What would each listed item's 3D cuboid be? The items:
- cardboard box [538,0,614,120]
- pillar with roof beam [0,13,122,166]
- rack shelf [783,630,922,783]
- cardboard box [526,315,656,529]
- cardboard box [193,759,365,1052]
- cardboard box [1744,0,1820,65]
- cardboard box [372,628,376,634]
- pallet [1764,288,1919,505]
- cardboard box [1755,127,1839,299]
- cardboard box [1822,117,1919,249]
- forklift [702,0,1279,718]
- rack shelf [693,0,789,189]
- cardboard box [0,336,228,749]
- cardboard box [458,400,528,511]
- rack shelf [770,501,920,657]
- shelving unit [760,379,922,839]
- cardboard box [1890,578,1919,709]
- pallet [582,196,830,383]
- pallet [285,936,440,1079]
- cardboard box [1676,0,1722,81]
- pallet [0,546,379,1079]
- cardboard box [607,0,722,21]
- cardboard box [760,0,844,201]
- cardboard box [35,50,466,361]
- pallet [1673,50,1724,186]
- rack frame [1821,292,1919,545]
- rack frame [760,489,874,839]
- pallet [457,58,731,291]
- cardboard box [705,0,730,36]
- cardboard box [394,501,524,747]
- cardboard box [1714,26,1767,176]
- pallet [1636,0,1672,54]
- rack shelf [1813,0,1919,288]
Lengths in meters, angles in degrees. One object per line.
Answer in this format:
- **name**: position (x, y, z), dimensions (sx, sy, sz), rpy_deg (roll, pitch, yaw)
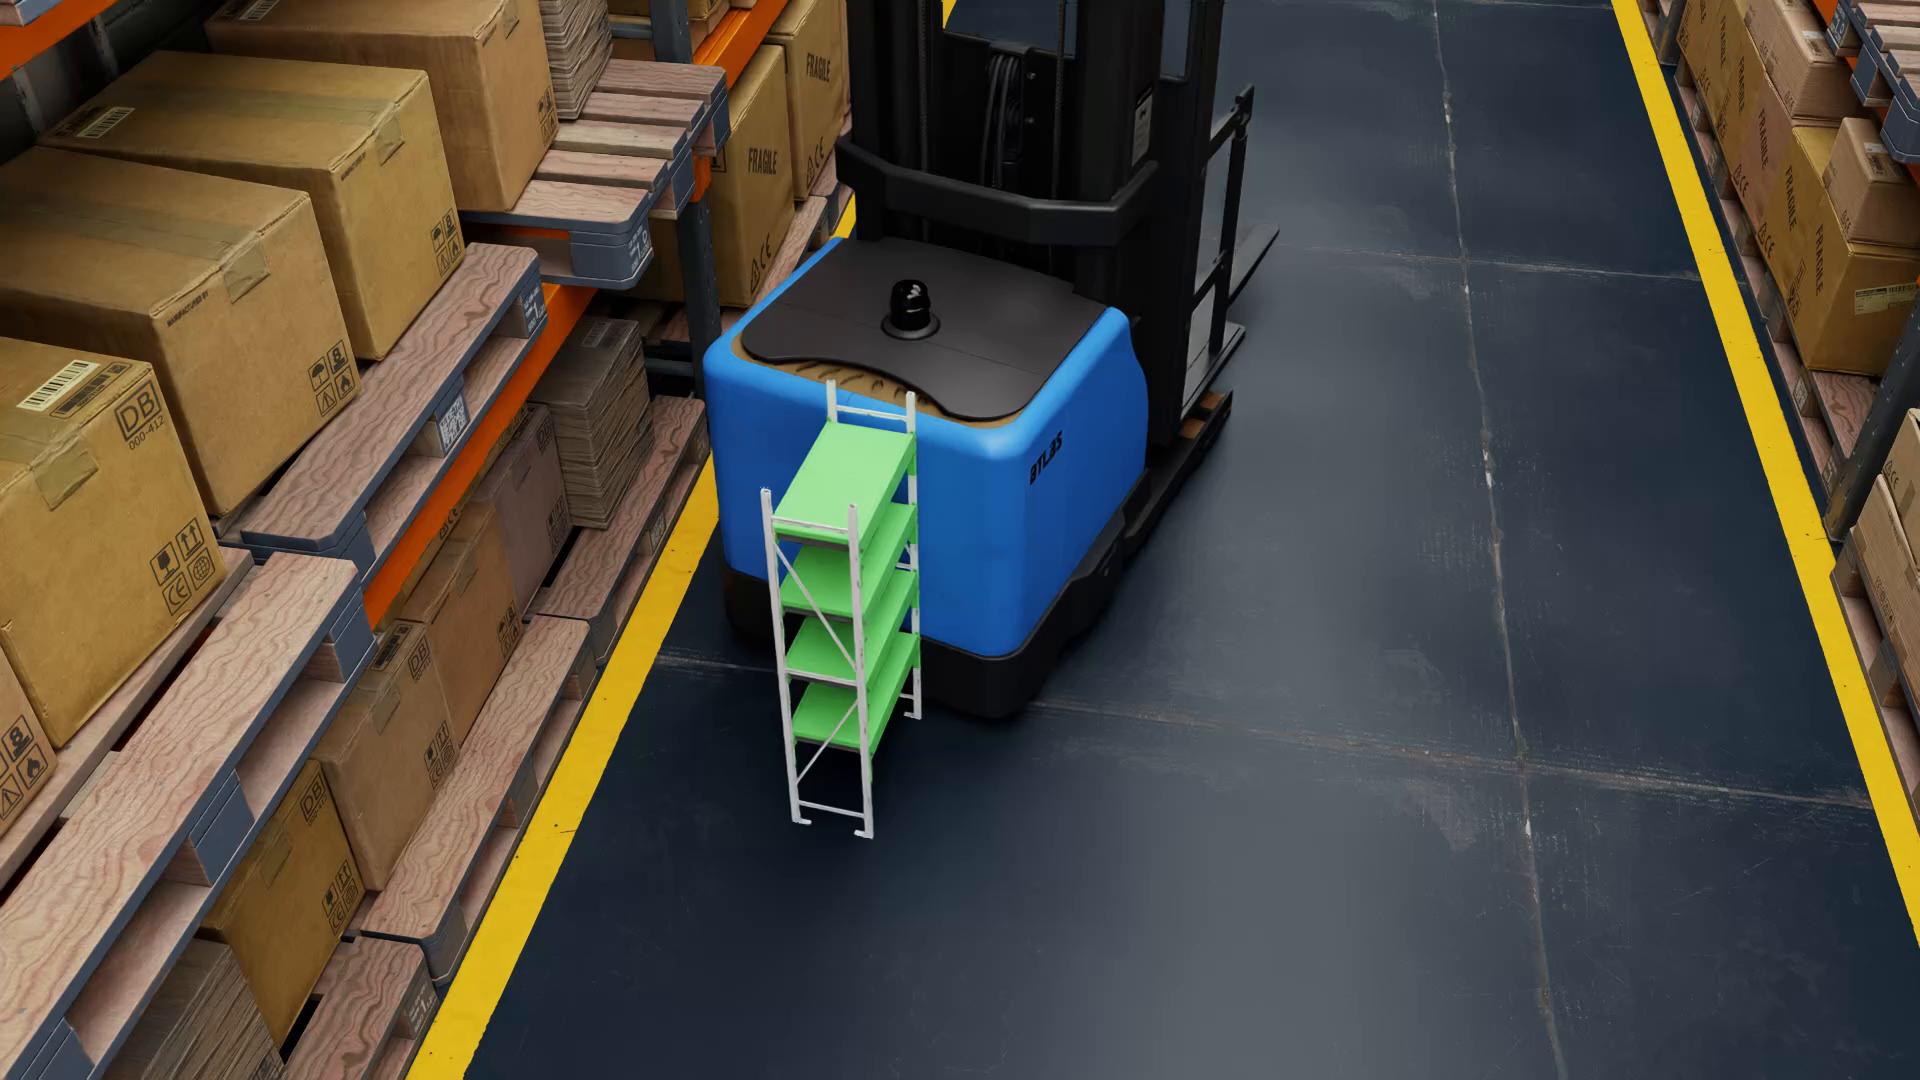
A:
- **cardboard box**: position (-1.449, -1.584, 4.888), dimensions (0.700, 0.500, 0.500), rpy_deg (2, 40, 2)
- **pillar with roof beam**: position (1.785, -2.789, 2.061), dimensions (9.100, 9.000, 0.400), rpy_deg (6, 40, 8)
- **rack shelf**: position (-0.299, 0.447, 4.745), dimensions (0.258, 0.148, 0.480), rpy_deg (10, 41, 12)
- **cardboard box**: position (-1.451, -0.420, 5.521), dimensions (0.700, 0.500, 0.500), rpy_deg (7, 40, 8)
- **cardboard box**: position (-1.919, 0.839, 3.998), dimensions (0.700, 0.500, 0.500), rpy_deg (6, 40, 7)
- **cardboard box**: position (3.697, -2.229, 7.120), dimensions (0.500, 0.250, 0.500), rpy_deg (6, 40, 8)
- **cardboard box**: position (-1.800, 0.276, 4.090), dimensions (0.500, 0.250, 0.500), rpy_deg (5, 40, 6)
- **pallet**: position (3.668, -0.518, 6.210), dimensions (1.003, 0.211, 1.213), rpy_deg (6, 40, 8)
- **cardboard box**: position (3.522, -1.272, 6.550), dimensions (0.500, 0.500, 0.500), rpy_deg (5, 40, 6)
- **cardboard box**: position (3.438, -1.272, 5.962), dimensions (0.500, 0.250, 0.500), rpy_deg (8, 40, 9)
- **forklift**: position (0.363, -1.528, 5.298), dimensions (1.130, 2.935, 3.031), rpy_deg (18, 43, 20)
- **rack shelf**: position (-1.032, -2.650, 7.165), dimensions (1.077, 0.370, 4.000), rpy_deg (6, 40, 8)
- **cardboard box**: position (-1.845, -0.035, 3.015), dimensions (0.700, 0.500, 0.500), rpy_deg (10, 41, 12)
- **cardboard box**: position (-1.611, -0.359, 4.858), dimensions (0.500, 0.250, 0.500), rpy_deg (7, 40, 9)
- **rack shelf**: position (-0.299, 0.077, 4.439), dimensions (0.258, 0.148, 0.480), rpy_deg (10, 41, 12)
- **shelving unit**: position (-0.299, 0.213, 4.551), dimensions (0.258, 1.200, 0.503), rpy_deg (10, 41, 12)
- **cardboard box**: position (3.036, 0.382, 4.762), dimensions (0.500, 0.250, 0.500), rpy_deg (5, 40, 6)
- **pallet**: position (-1.167, -1.084, 6.895), dimensions (1.003, 0.211, 1.213), rpy_deg (6, 40, 8)
- **pallet**: position (-1.937, 1.425, 3.861), dimensions (1.003, 0.211, 1.213), rpy_deg (6, 40, 8)
- **cardboard box**: position (3.870, -2.568, 8.118), dimensions (0.500, 0.500, 0.500), rpy_deg (5, 40, 6)
- **pallet**: position (-1.794, 0.449, 3.004), dimensions (1.003, 0.211, 1.213), rpy_deg (6, 40, 8)
- **cardboard box**: position (-1.042, -2.109, 5.620), dimensions (0.500, 0.500, 0.500), rpy_deg (8, 40, 9)
- **cardboard box**: position (-0.963, -2.001, 7.174), dimensions (0.750, 0.750, 0.750), rpy_deg (6, 40, 7)
- **cardboard box**: position (-1.643, -0.799, 3.939), dimensions (0.700, 0.500, 0.500), rpy_deg (6, 40, 8)
- **pallet**: position (4.090, -2.049, 8.063), dimensions (1.003, 0.211, 1.213), rpy_deg (6, 40, 8)
- **rack frame**: position (3.502, -1.128, 4.760), dimensions (1.000, 3.000, 0.127), rpy_deg (6, 40, 8)
- **rack frame**: position (-0.364, 0.363, 4.370), dimensions (0.240, 1.200, 0.015), rpy_deg (10, 41, 12)
- **pallet**: position (-1.396, -1.139, 4.924), dimensions (1.213, 0.211, 1.003), rpy_deg (6, 40, 8)
- **cardboard box**: position (-1.041, -1.921, 5.901), dimensions (0.380, 0.149, 0.250), rpy_deg (7, 40, 8)
- **cardboard box**: position (-1.713, 0.205, 4.764), dimensions (0.700, 0.500, 0.500), rpy_deg (6, 40, 7)
- **cardboard box**: position (3.695, -1.919, 7.333), dimensions (0.500, 0.500, 0.500), rpy_deg (7, 40, 8)
- **pallet**: position (4.314, -2.994, 9.206), dimensions (1.003, 0.211, 1.213), rpy_deg (6, 40, 8)
- **rack shelf**: position (3.848, -2.106, 6.507), dimensions (1.077, 0.370, 4.000), rpy_deg (6, 40, 8)
